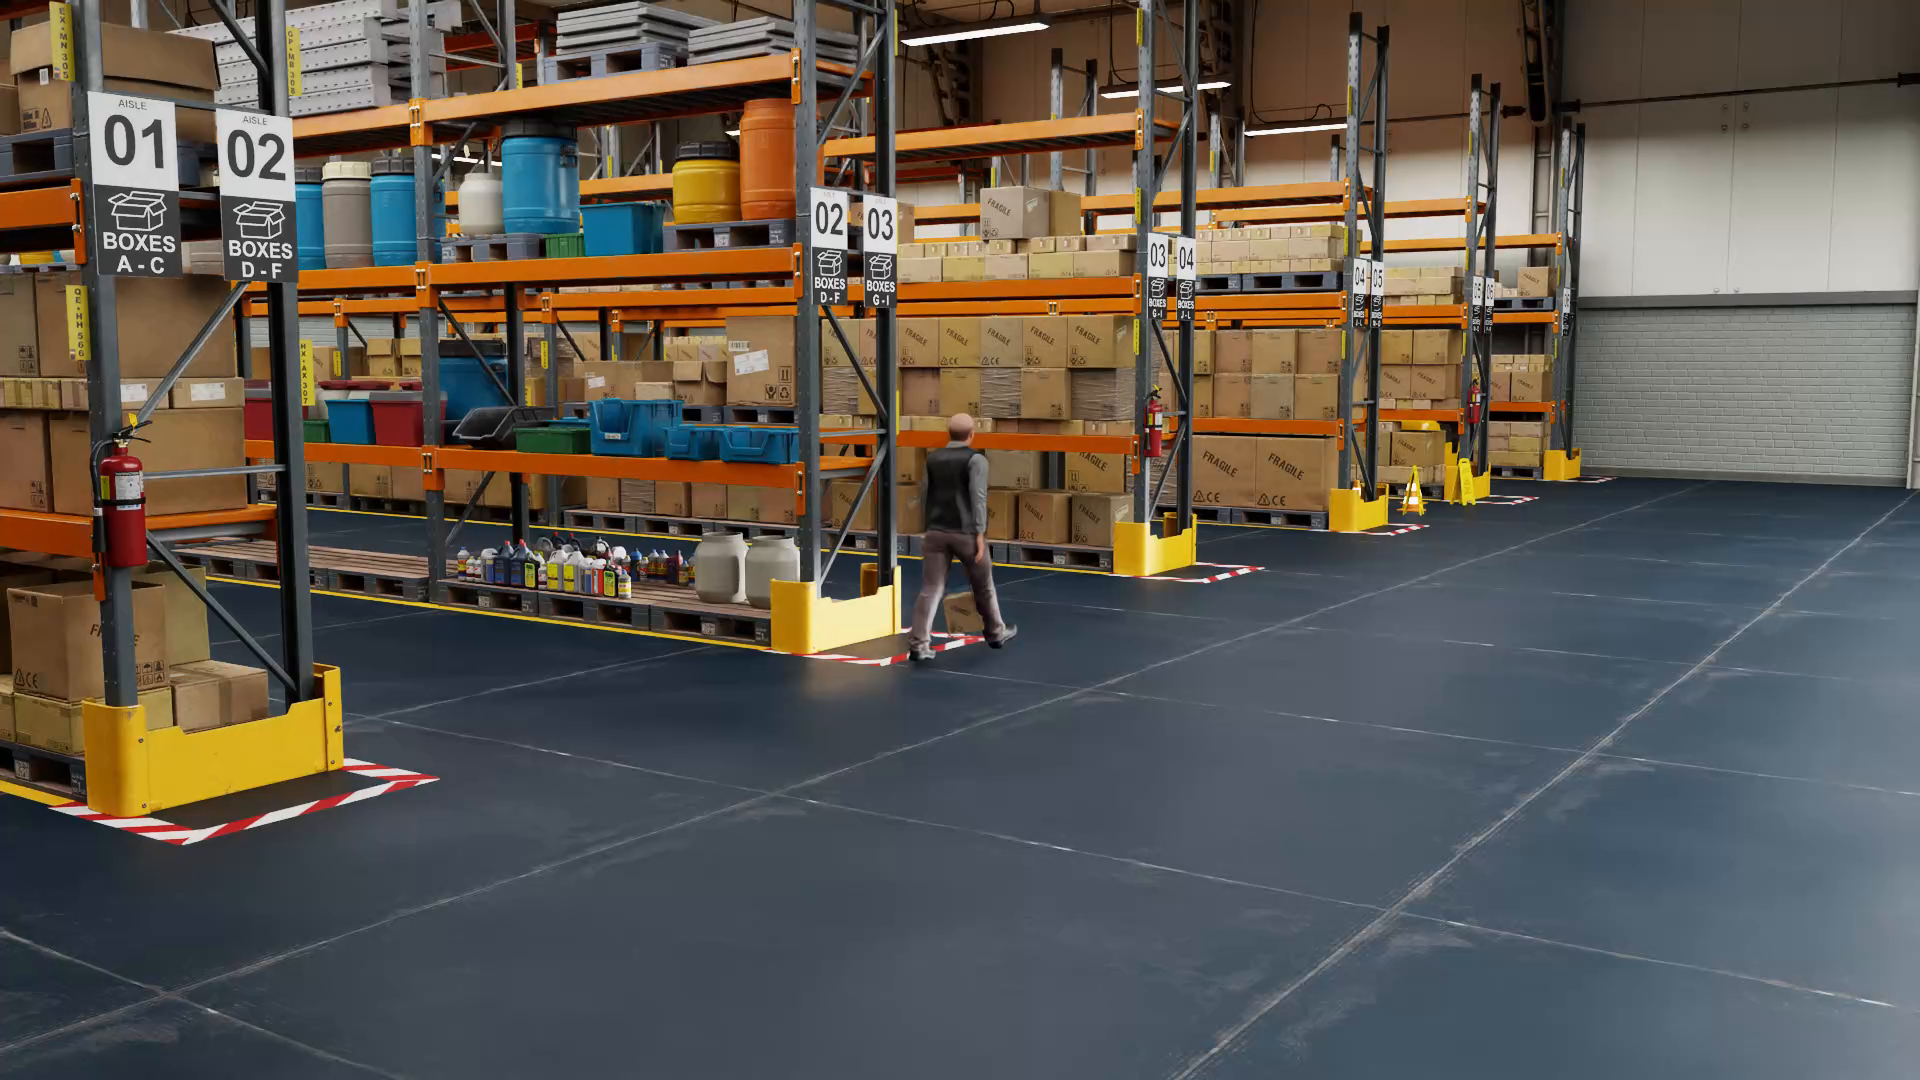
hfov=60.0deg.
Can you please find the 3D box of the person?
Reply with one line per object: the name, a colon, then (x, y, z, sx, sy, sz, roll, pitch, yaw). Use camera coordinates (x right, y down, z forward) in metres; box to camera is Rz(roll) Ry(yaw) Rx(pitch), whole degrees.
person: (-0.021, -0.037, 11.335, 0.546, 1.647, 1.109, 3, 7, 27)
